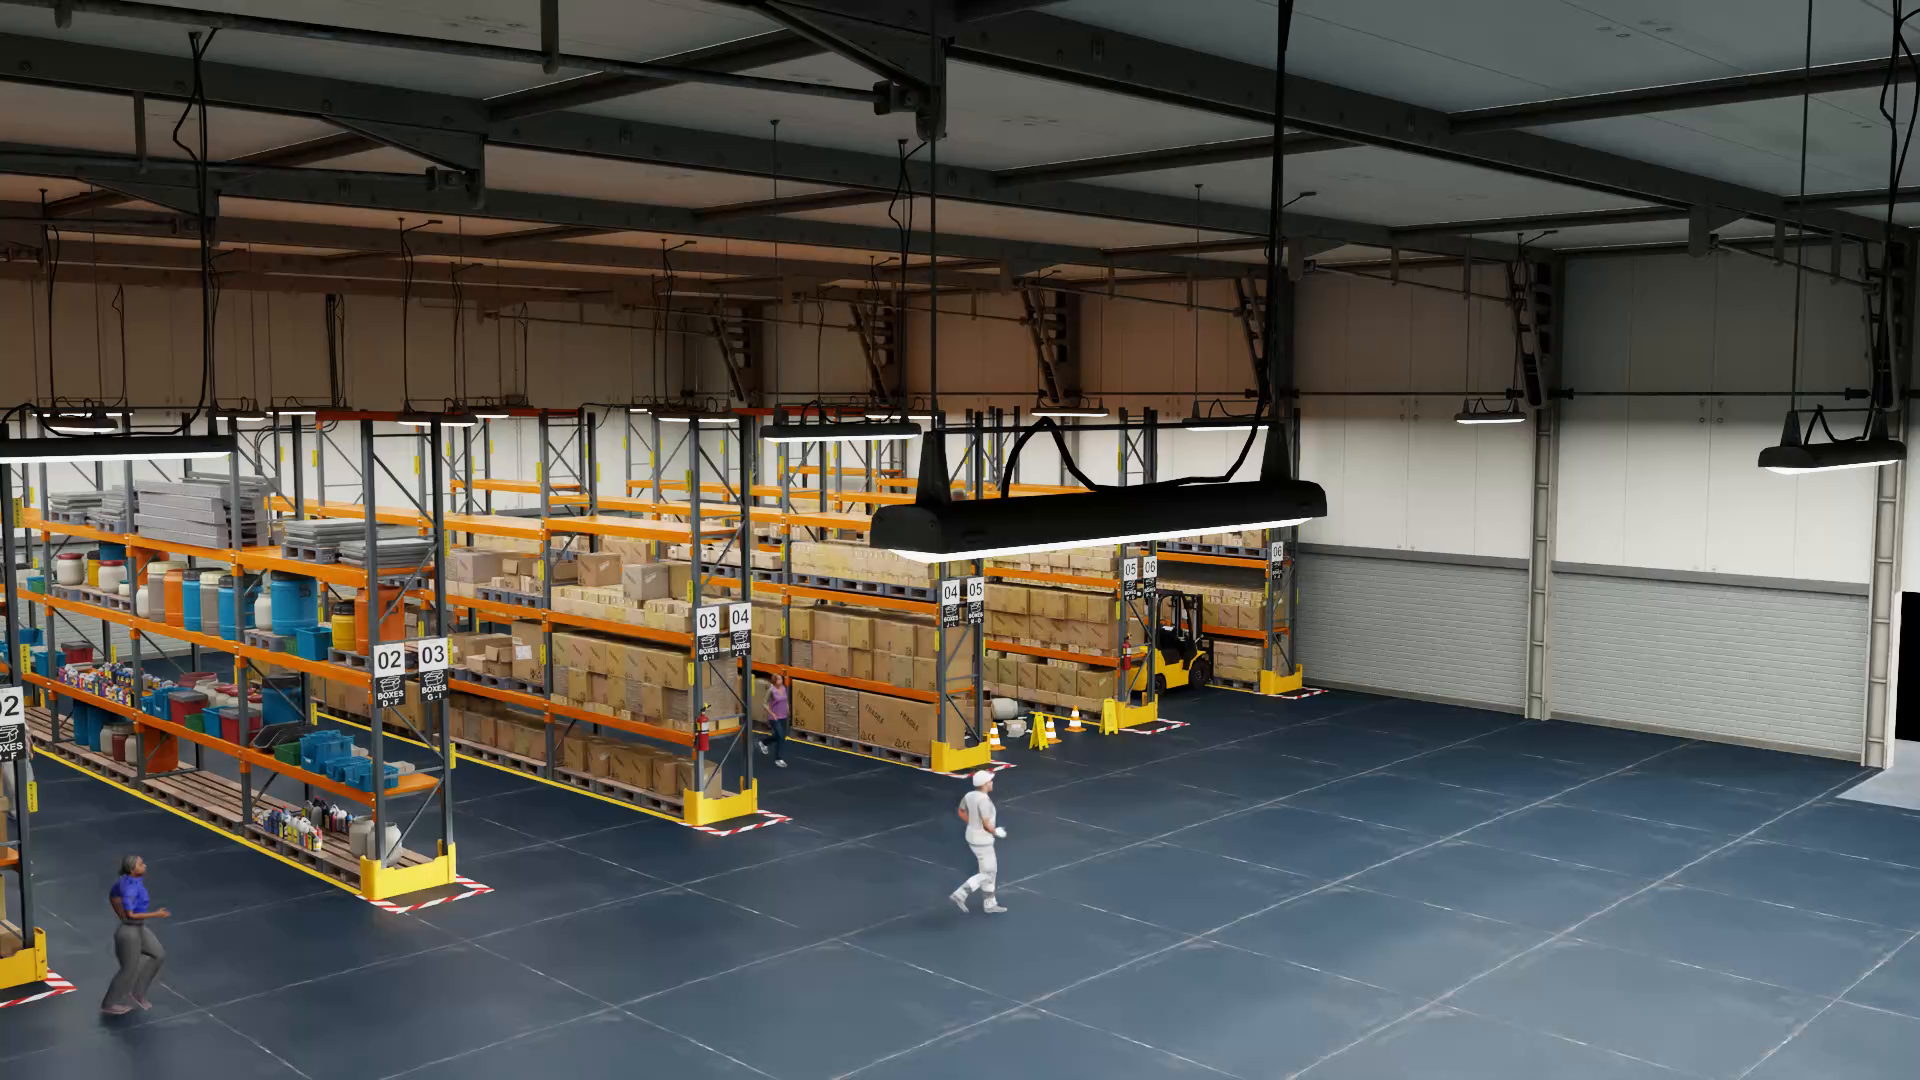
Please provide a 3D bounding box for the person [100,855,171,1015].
[{"bbox_3d":[-8.387,4.034,16.910,0.696,1.671,0.546,-2,5,-19],"label":"person"}]

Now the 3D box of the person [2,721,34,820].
[{"bbox_3d":[-14.082,3.274,24.720,0.628,1.731,0.661,4,6,36],"label":"person"}]

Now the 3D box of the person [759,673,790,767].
[{"bbox_3d":[-3.190,3.052,28.366,0.674,1.576,0.539,4,6,38],"label":"person"}]

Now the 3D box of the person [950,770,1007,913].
[{"bbox_3d":[0.213,3.670,20.125,0.782,1.780,0.684,-2,5,-22],"label":"person"}]
